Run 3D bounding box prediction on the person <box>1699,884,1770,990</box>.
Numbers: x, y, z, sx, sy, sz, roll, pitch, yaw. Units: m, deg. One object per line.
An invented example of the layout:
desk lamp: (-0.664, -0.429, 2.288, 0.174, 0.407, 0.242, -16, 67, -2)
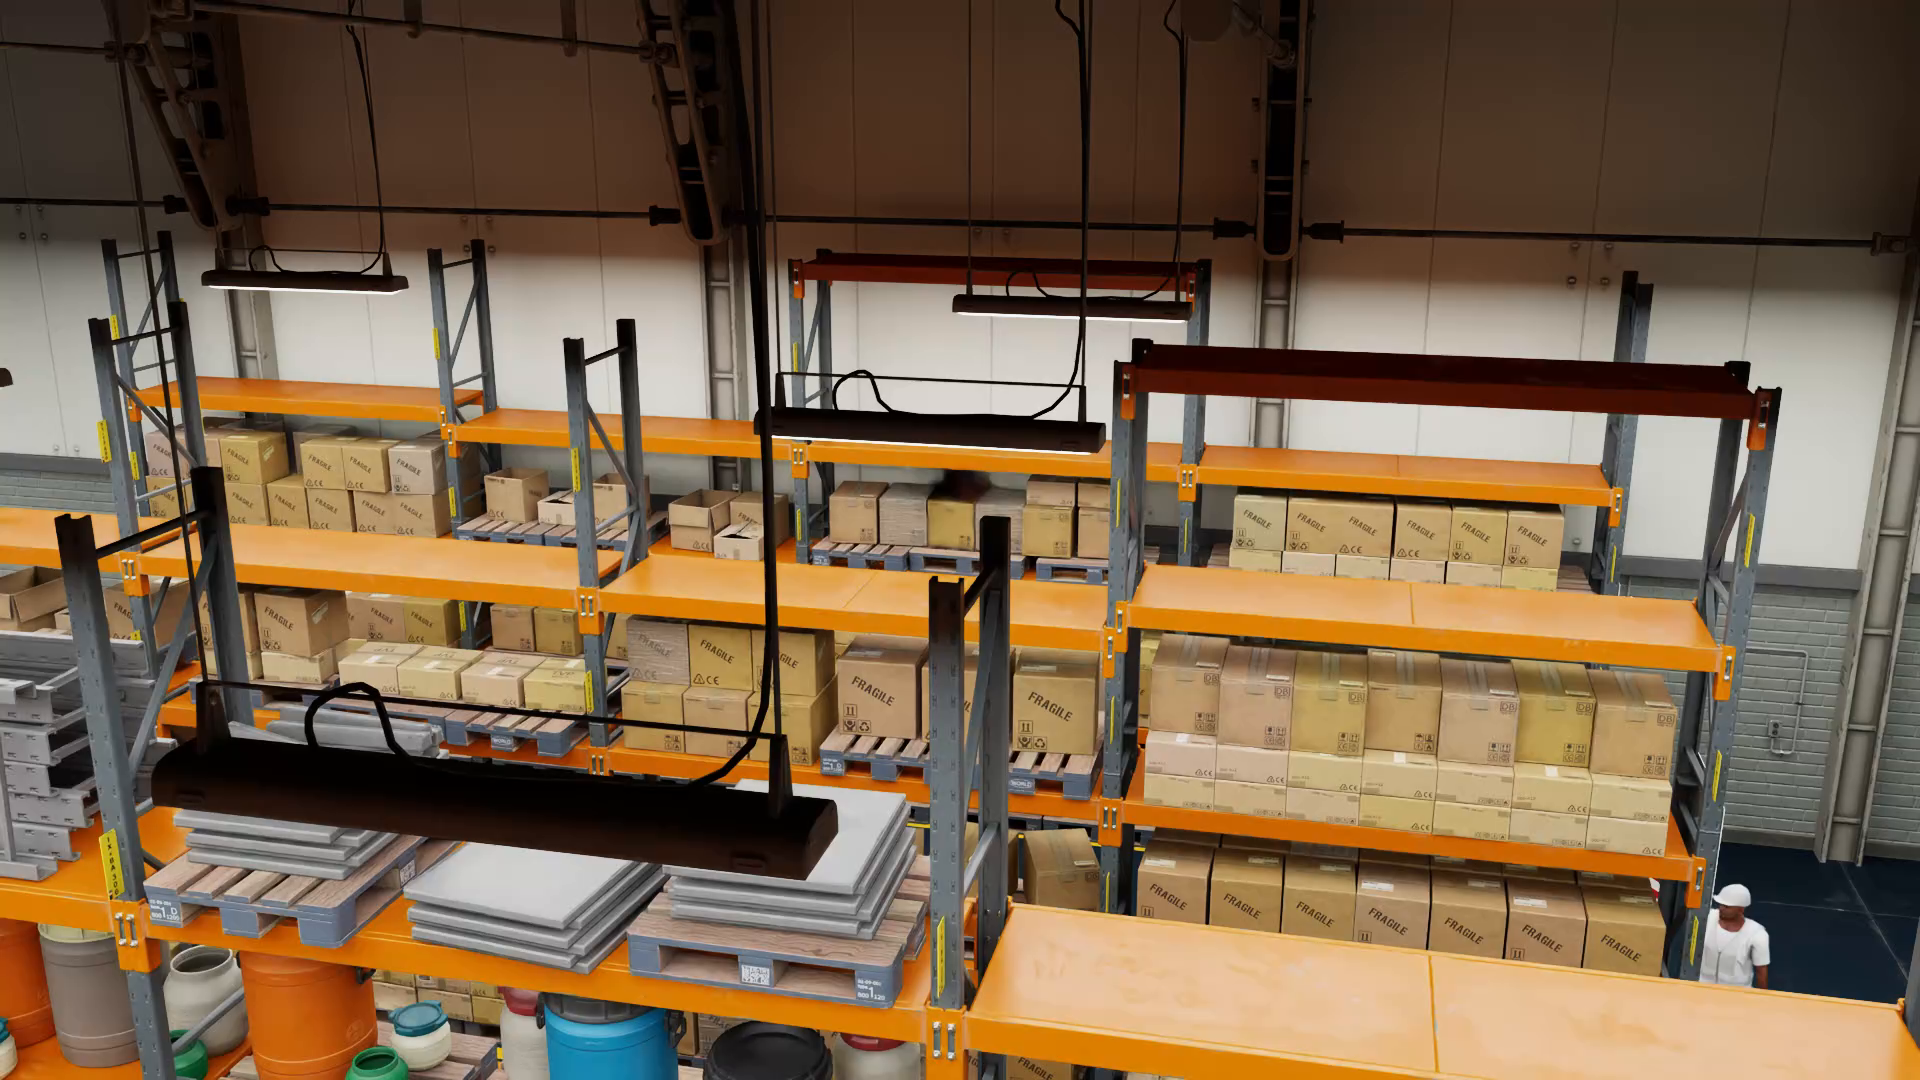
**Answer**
person: (6.046, 3.540, 13.148, 0.659, 1.789, 0.375, 14, 21, 40)
